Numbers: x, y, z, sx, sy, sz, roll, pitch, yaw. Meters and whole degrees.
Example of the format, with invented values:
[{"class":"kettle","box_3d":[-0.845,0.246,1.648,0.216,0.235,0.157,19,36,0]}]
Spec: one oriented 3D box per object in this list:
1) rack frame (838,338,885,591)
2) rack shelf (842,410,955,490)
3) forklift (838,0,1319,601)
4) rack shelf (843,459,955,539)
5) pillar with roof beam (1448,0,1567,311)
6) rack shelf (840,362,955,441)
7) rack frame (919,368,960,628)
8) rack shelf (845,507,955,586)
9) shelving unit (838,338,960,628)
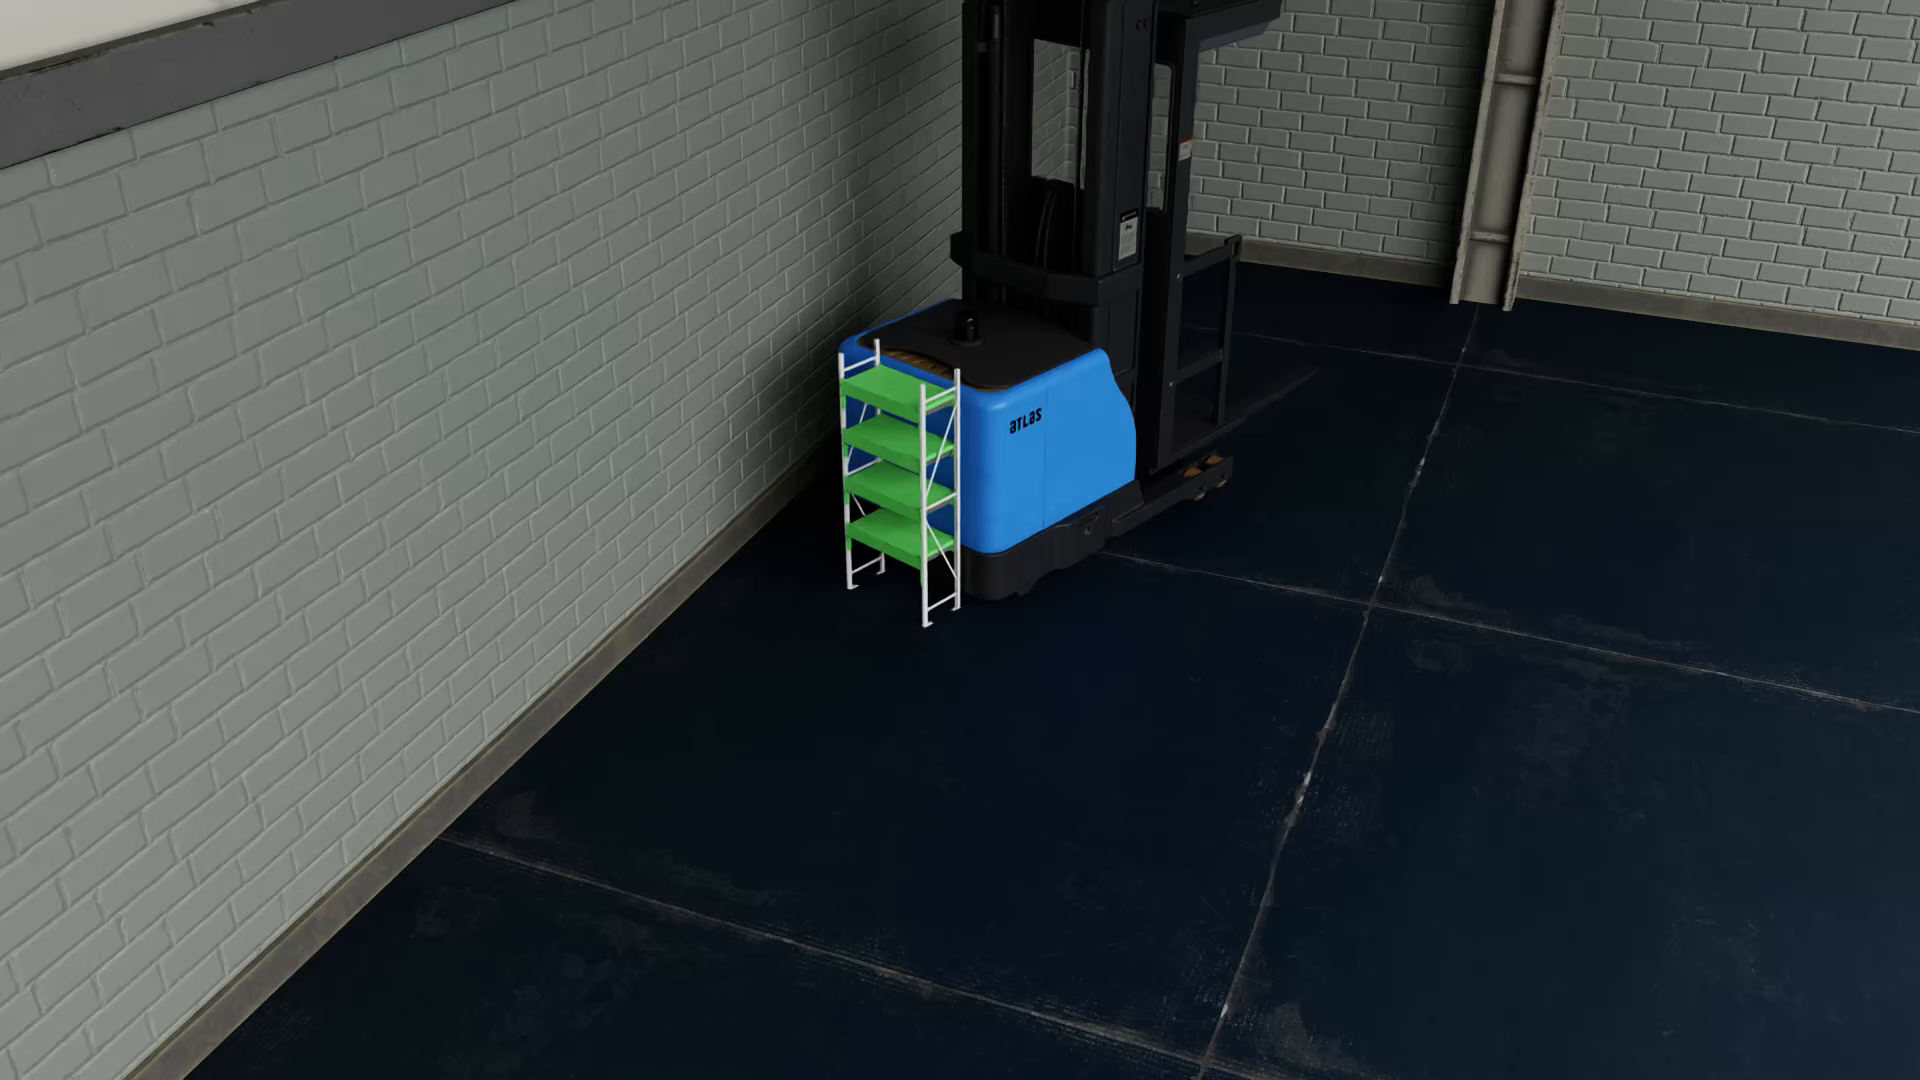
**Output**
[{"class":"rack frame","box_3d":[-0.446,-0.330,7.614,0.015,1.200,0.240,24,37,36]},{"class":"rack shelf","box_3d":[-0.266,-0.402,7.385,0.480,0.148,0.258,24,37,36]},{"class":"forklift","box_3d":[0.788,-1.635,8.164,1.130,2.935,3.031,25,38,36]},{"class":"rack shelf","box_3d":[-0.266,-0.194,7.503,0.480,0.148,0.258,24,37,36]},{"class":"pillar with roof beam","box_3d":[1.864,-3.561,5.404,0.400,9.000,9.100,11,31,19]},{"class":"rack shelf","box_3d":[-0.266,-0.611,7.267,0.480,0.148,0.258,24,37,36]},{"class":"rack frame","box_3d":[-0.085,-0.168,7.328,0.015,1.200,0.240,24,37,36]},{"class":"rack shelf","box_3d":[-0.266,0.015,7.621,0.480,0.148,0.258,24,37,36]},{"class":"shelving unit","box_3d":[-0.266,-0.249,7.471,0.503,1.200,0.258,24,37,36]}]
